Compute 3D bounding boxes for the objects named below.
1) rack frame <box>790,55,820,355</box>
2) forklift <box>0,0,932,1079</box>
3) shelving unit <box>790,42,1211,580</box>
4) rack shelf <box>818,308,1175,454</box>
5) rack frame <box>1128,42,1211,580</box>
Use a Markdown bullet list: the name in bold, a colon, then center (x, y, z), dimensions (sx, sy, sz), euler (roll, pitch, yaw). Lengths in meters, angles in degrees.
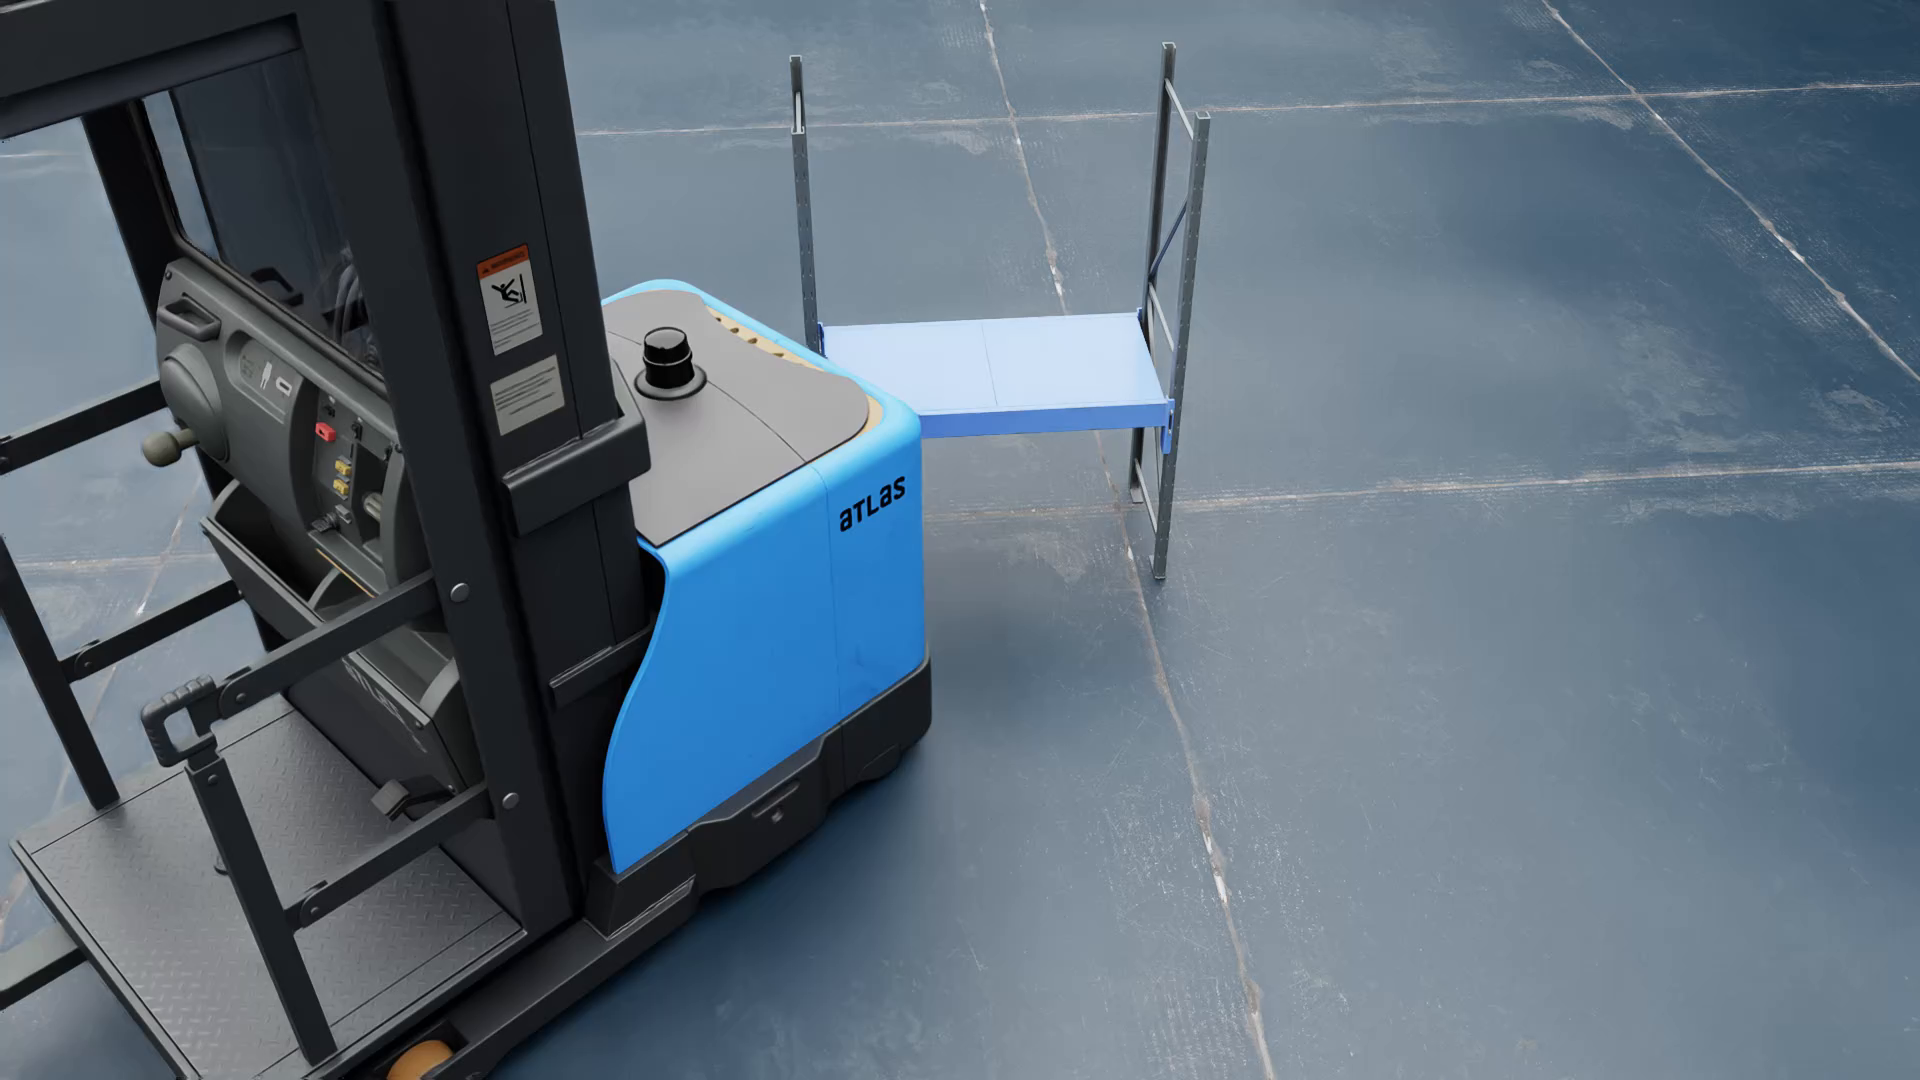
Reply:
- **rack frame**: center (-0.421, -0.566, 4.756), dimensions (0.032, 1.500, 0.500), euler (-3, 38, -4)
- **forklift**: center (-1.462, -0.162, 3.089), dimensions (1.130, 2.935, 3.031), euler (31, 48, 33)
- **shelving unit**: center (0.085, -0.593, 4.791), dimensions (1.048, 1.500, 0.538), euler (-3, 38, -4)
- **rack shelf**: center (0.085, -0.452, 4.903), dimensions (1.000, 0.185, 0.538), euler (-3, 38, -4)
- **rack frame**: center (0.591, -0.621, 4.827), dimensions (0.032, 1.500, 0.500), euler (-3, 38, -4)
